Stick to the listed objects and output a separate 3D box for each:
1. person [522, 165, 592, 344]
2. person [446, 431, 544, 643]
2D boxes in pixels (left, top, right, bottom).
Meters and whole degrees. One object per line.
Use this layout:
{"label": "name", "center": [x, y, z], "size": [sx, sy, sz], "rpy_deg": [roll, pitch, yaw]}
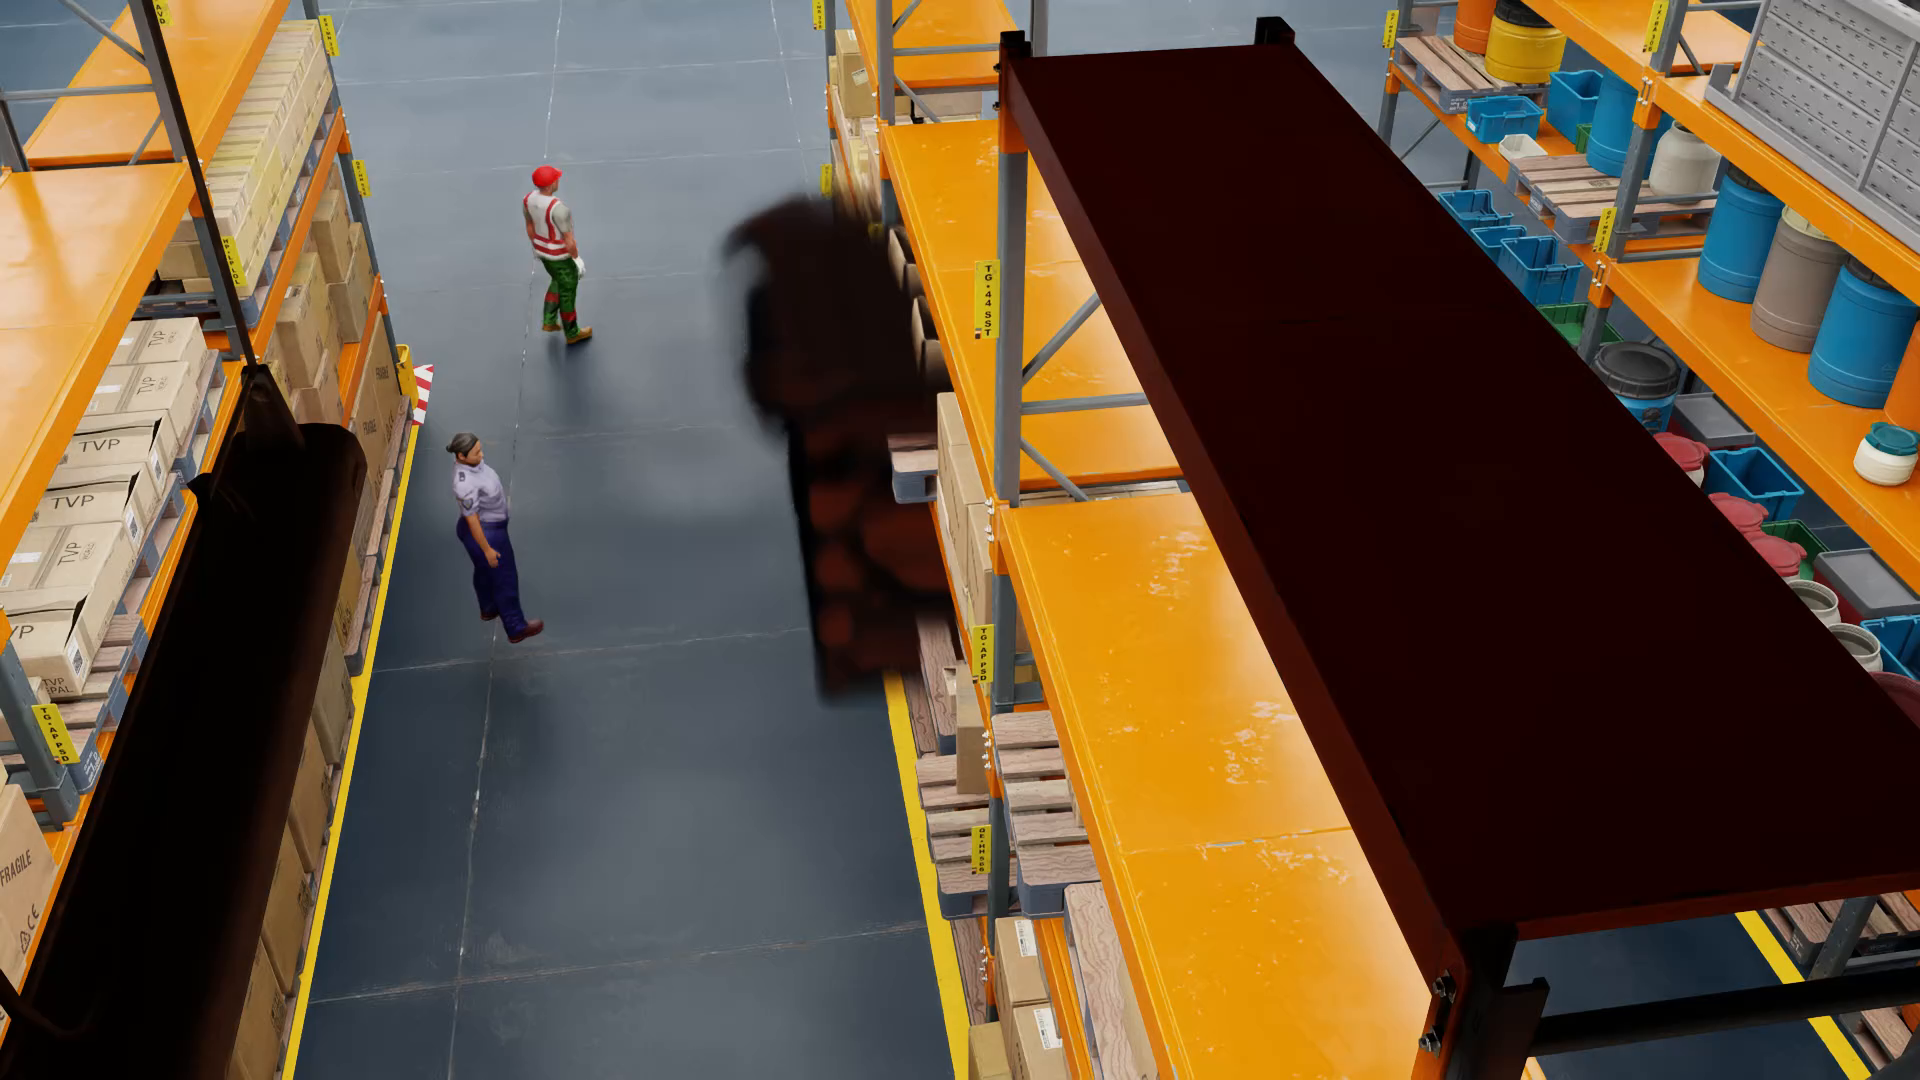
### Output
{"label": "person", "center": [-3.782, -2.682, 15.582], "size": [0.609, 1.795, 0.421], "rpy_deg": [25, 43, 30]}
{"label": "person", "center": [-3.281, -0.051, 11.623], "size": [0.425, 1.648, 0.529], "rpy_deg": [-20, 41, -24]}
